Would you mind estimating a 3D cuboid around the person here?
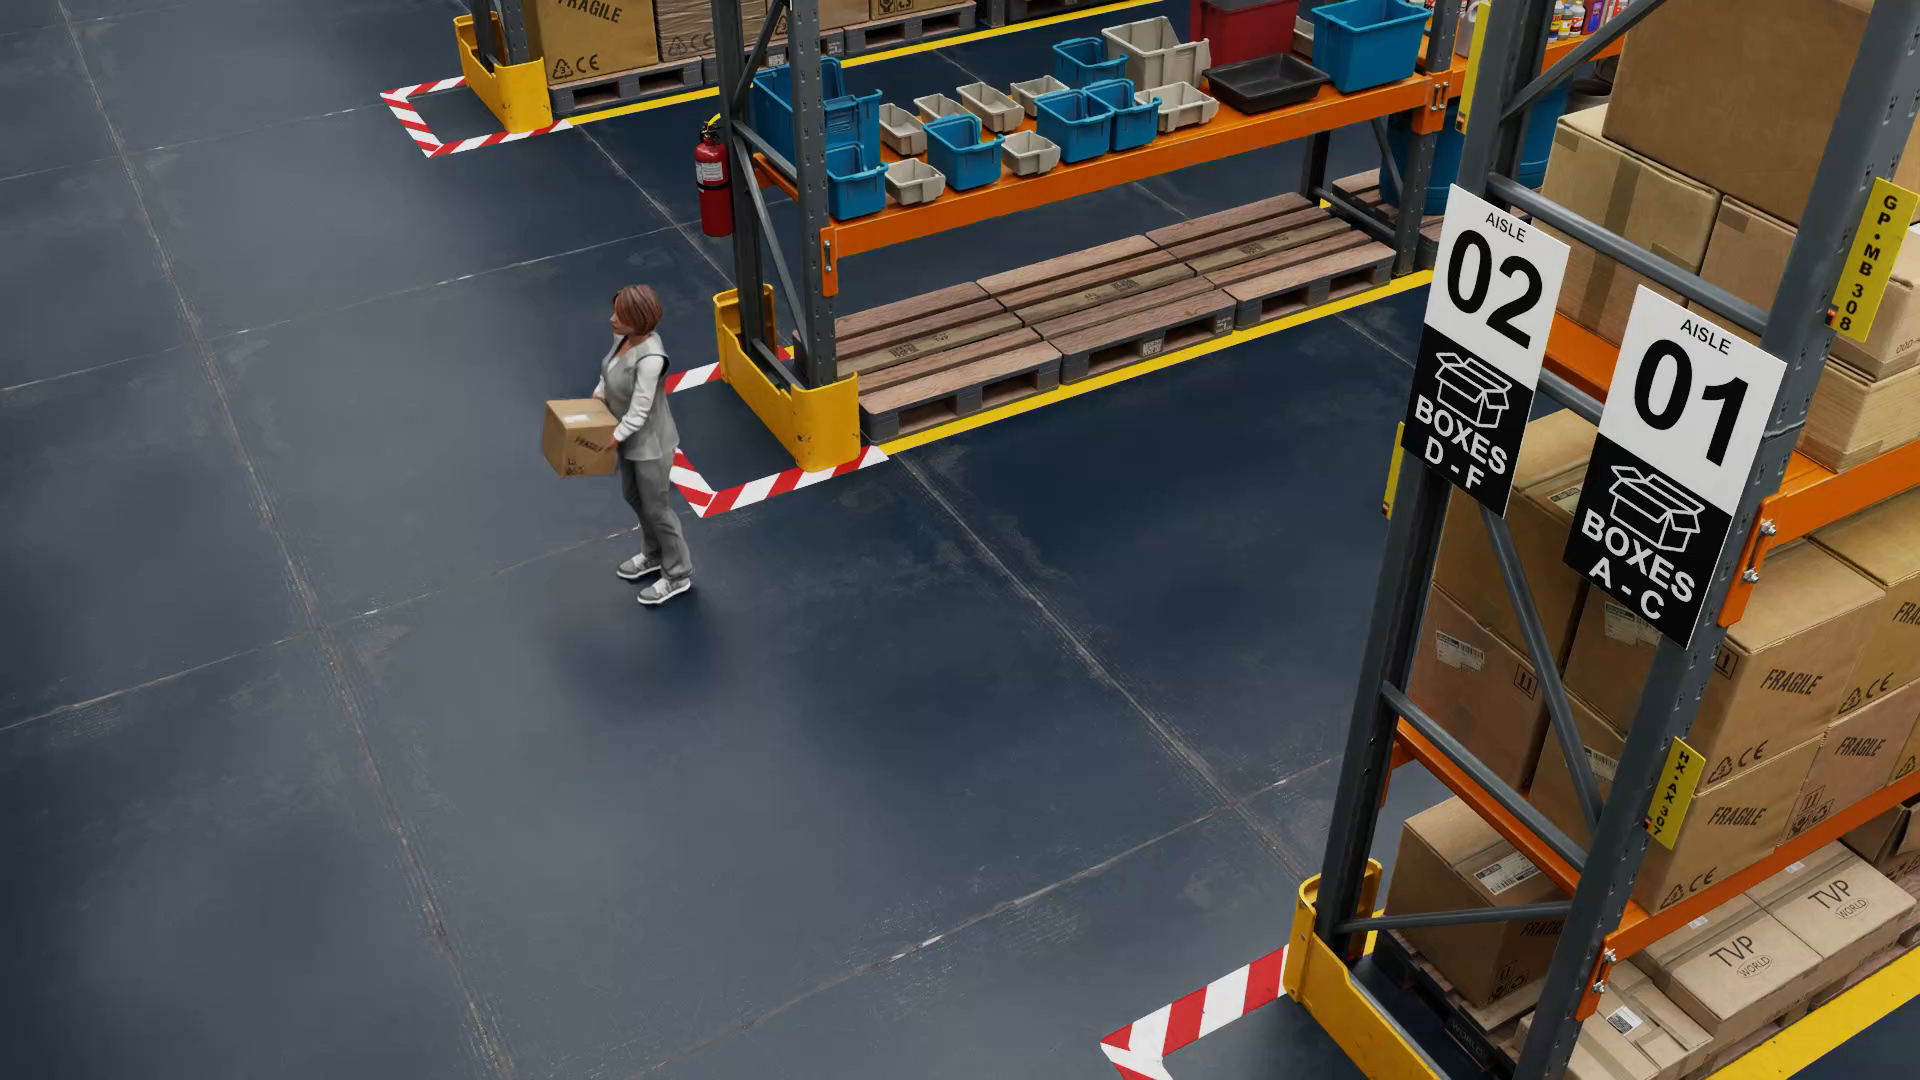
[{"bbox_3d":[-1.496,-0.409,7.466,0.481,1.598,0.412,-16,40,-20],"label":"person"}]
